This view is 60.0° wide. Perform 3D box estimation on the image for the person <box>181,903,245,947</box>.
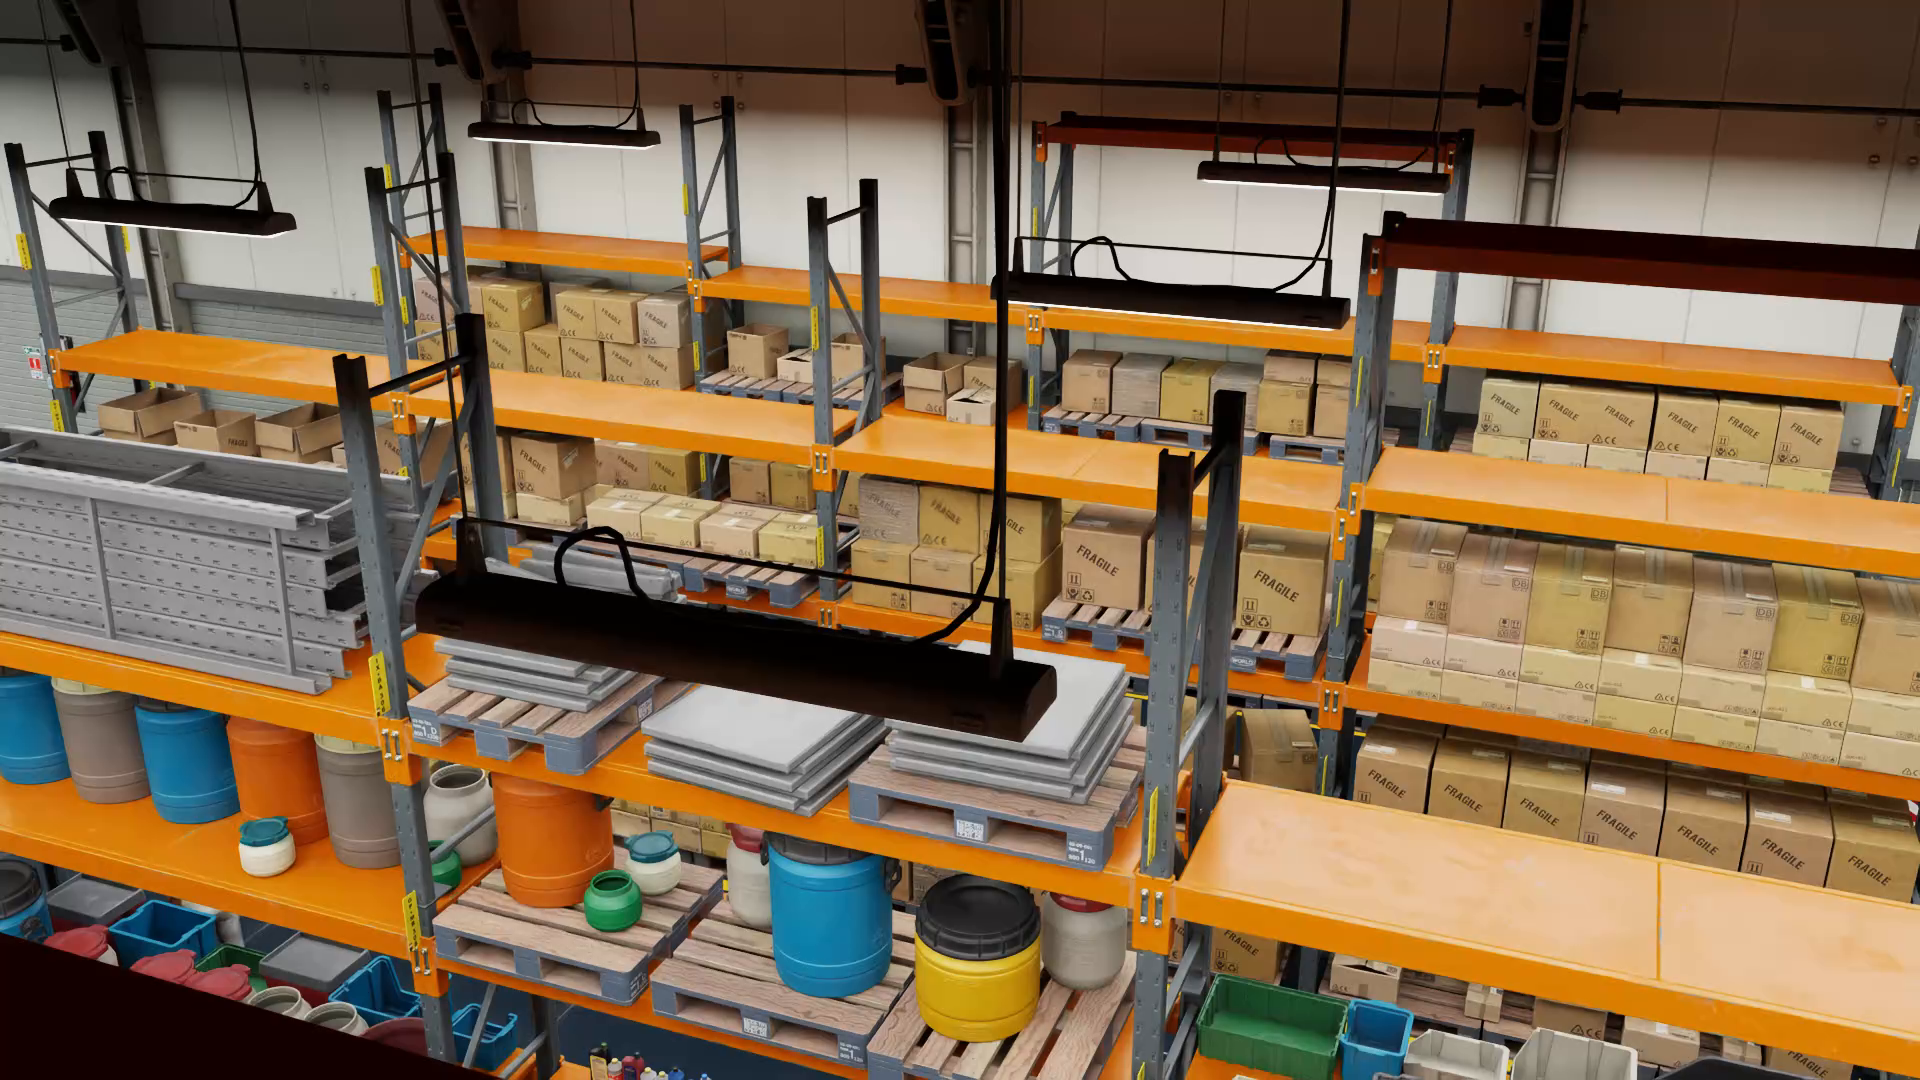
[{"bbox_3d":[-5.779,2.740,12.745,0.586,1.693,1.115,-14,25,-33],"label":"person"}]
